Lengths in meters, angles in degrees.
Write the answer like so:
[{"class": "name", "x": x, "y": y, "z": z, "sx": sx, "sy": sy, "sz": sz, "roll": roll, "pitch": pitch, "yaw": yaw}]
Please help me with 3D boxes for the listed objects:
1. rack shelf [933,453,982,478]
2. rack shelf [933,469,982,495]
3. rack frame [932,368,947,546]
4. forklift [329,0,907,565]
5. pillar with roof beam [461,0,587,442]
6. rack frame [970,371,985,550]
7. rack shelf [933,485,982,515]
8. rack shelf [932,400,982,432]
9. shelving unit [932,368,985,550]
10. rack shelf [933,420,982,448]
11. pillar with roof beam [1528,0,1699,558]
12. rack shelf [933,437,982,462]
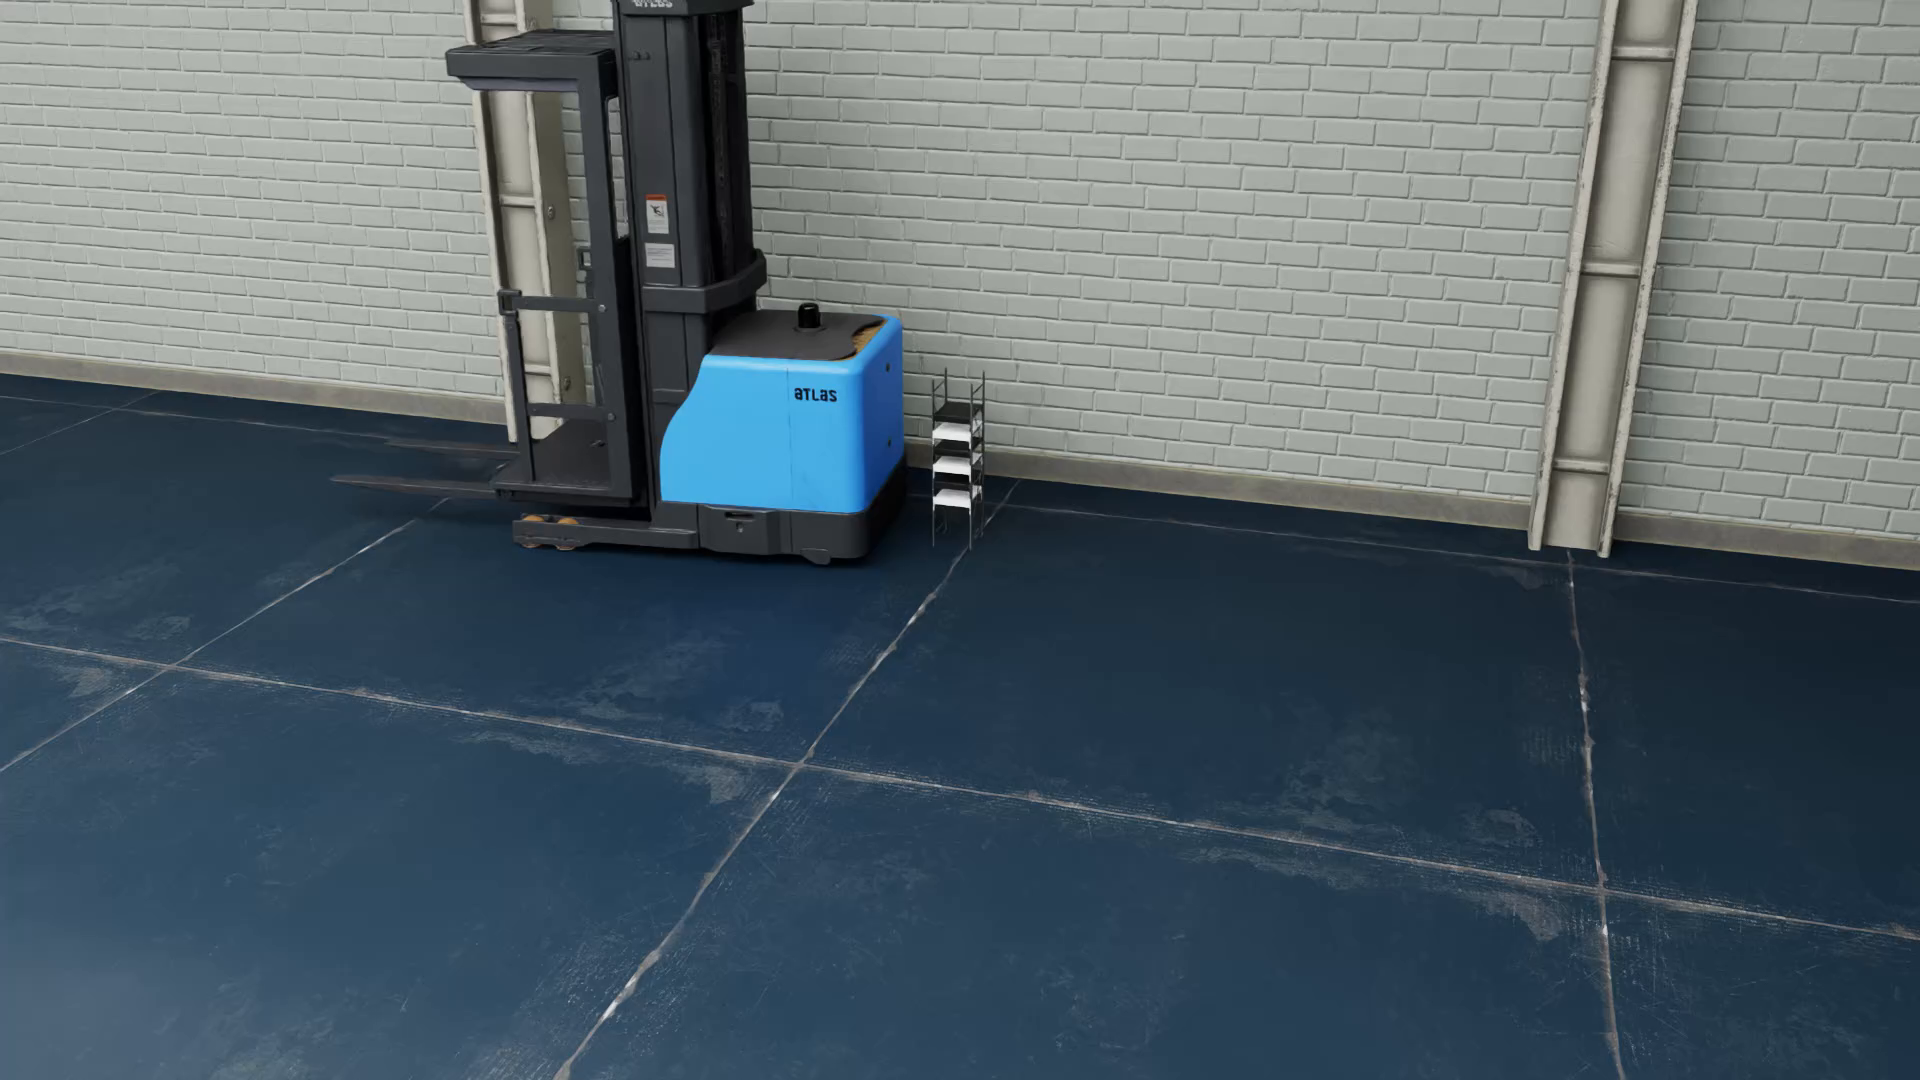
[{"class": "rack shelf", "x": -0.008, "y": -0.386, "z": 8.614, "sx": 0.200, "sy": 0.077, "sz": 0.258, "roll": 7, "pitch": 23, "yaw": 16}, {"class": "rack shelf", "x": -0.008, "y": -0.303, "z": 8.648, "sx": 0.200, "sy": 0.077, "sz": 0.258, "roll": 7, "pitch": 23, "yaw": 16}, {"class": "rack frame", "x": -0.105, "y": -0.428, "z": 8.629, "sx": 0.006, "sy": 0.900, "sz": 0.240, "roll": 7, "pitch": 23, "yaw": 16}, {"class": "forklift", "x": -1.863, "y": -1.492, "z": 8.545, "sx": 3.031, "sy": 2.935, "sz": 1.130, "roll": 4, "pitch": 23, "yaw": 10}, {"class": "pillar with roof beam", "x": -3.795, "y": -3.243, "z": 4.818, "sx": 0.400, "sy": 9.000, "sz": 9.100, "roll": 7, "pitch": 23, "yaw": 16}, {"class": "rack frame", "x": 0.090, "y": -0.406, "z": 8.574, "sx": 0.006, "sy": 0.900, "sz": 0.240, "roll": 7, "pitch": 23, "yaw": 16}, {"class": "rack shelf", "x": -0.008, "y": -0.220, "z": 8.682, "sx": 0.200, "sy": 0.077, "sz": 0.258, "roll": 7, "pitch": 23, "yaw": 16}, {"class": "rack shelf", "x": -0.008, "y": -0.636, "z": 8.512, "sx": 0.200, "sy": 0.077, "sz": 0.258, "roll": 7, "pitch": 23, "yaw": 16}, {"class": "shelving unit", "x": -0.008, "y": -0.417, "z": 8.601, "sx": 0.210, "sy": 0.900, "sz": 0.258, "roll": 7, "pitch": 23, "yaw": 16}, {"class": "rack shelf", "x": -0.008, "y": -0.553, "z": 8.546, "sx": 0.200, "sy": 0.077, "sz": 0.258, "roll": 7, "pitch": 23, "yaw": 16}, {"class": "pillar with roof beam", "x": 1.950, "y": -2.585, "z": 3.214, "sx": 0.400, "sy": 9.000, "sz": 9.100, "roll": 7, "pitch": 23, "yaw": 16}, {"class": "rack shelf", "x": -0.008, "y": -0.470, "z": 8.580, "sx": 0.200, "sy": 0.077, "sz": 0.258, "roll": 7, "pitch": 23, "yaw": 16}]
